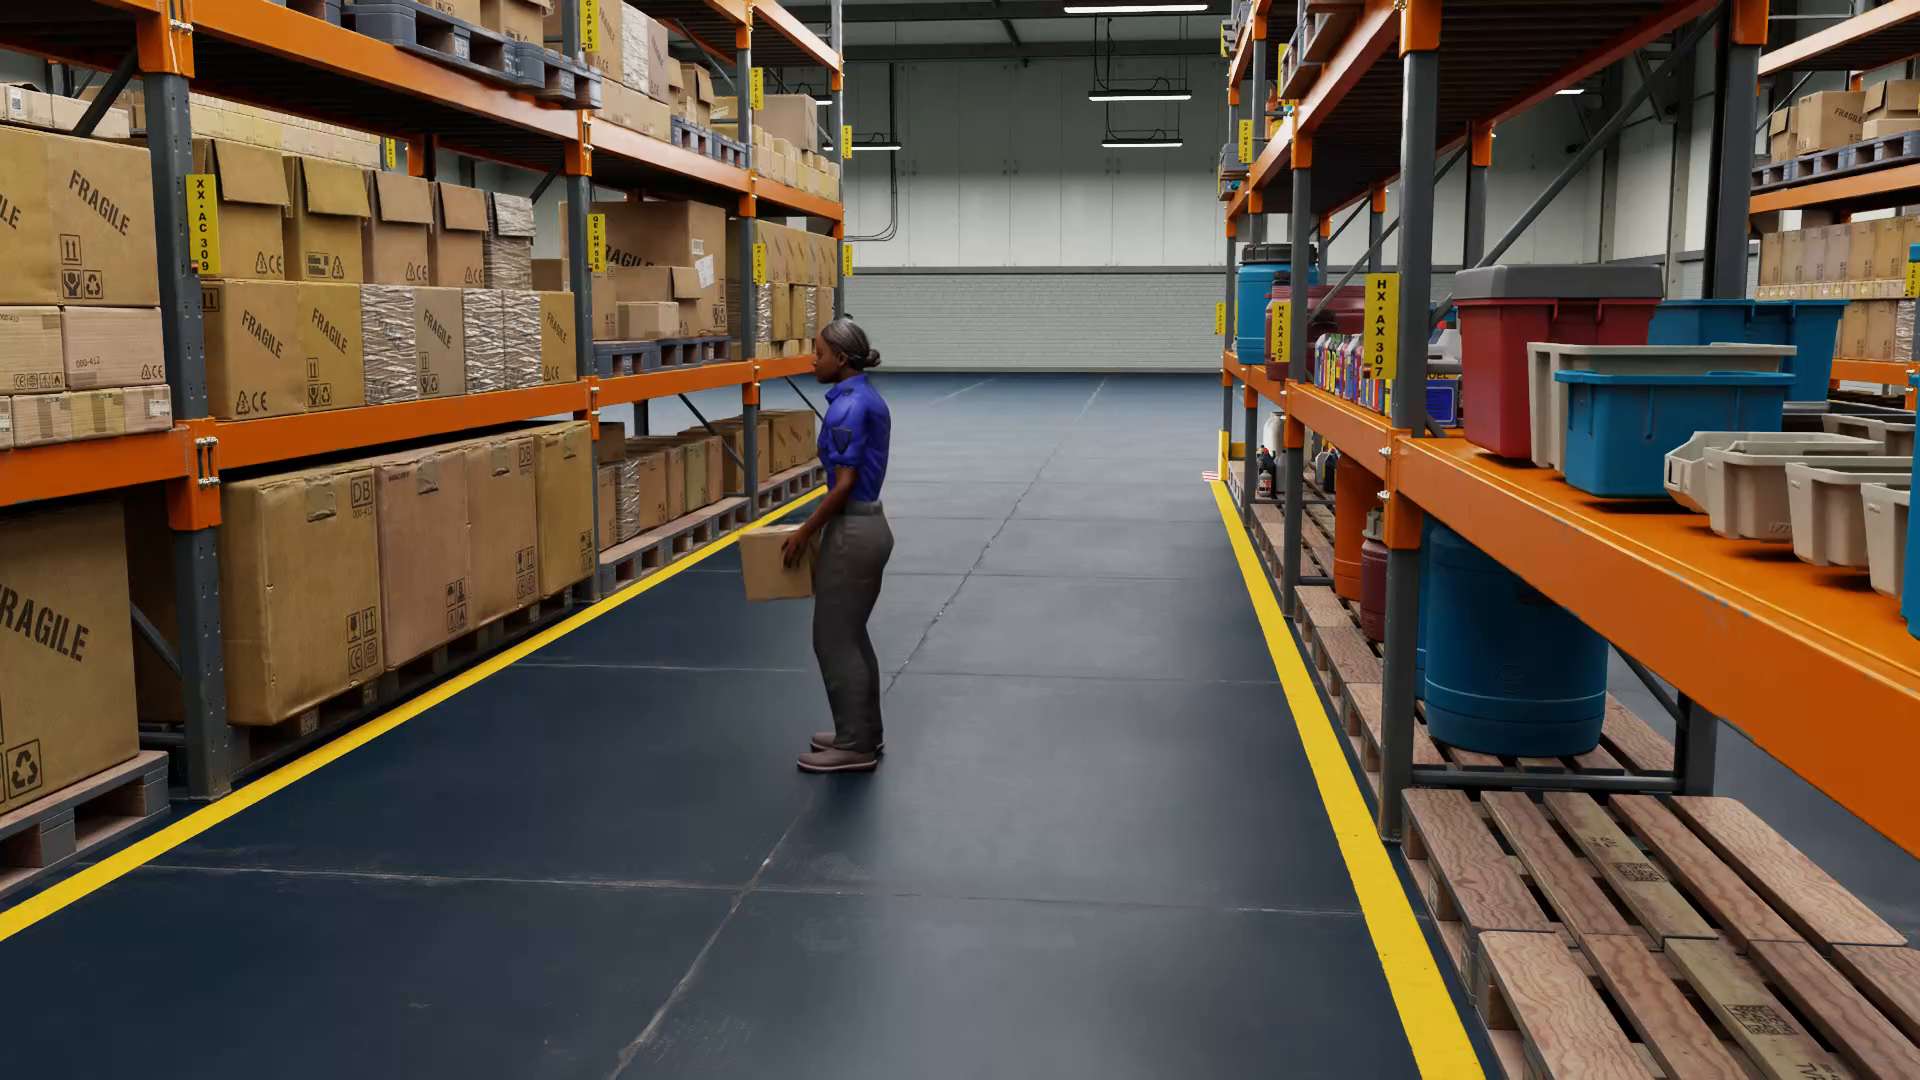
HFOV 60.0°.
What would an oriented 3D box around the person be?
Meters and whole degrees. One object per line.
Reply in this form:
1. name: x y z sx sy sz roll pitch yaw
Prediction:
1. person: -0.450 0.014 6.185 0.391 1.662 0.481 1 8 5
